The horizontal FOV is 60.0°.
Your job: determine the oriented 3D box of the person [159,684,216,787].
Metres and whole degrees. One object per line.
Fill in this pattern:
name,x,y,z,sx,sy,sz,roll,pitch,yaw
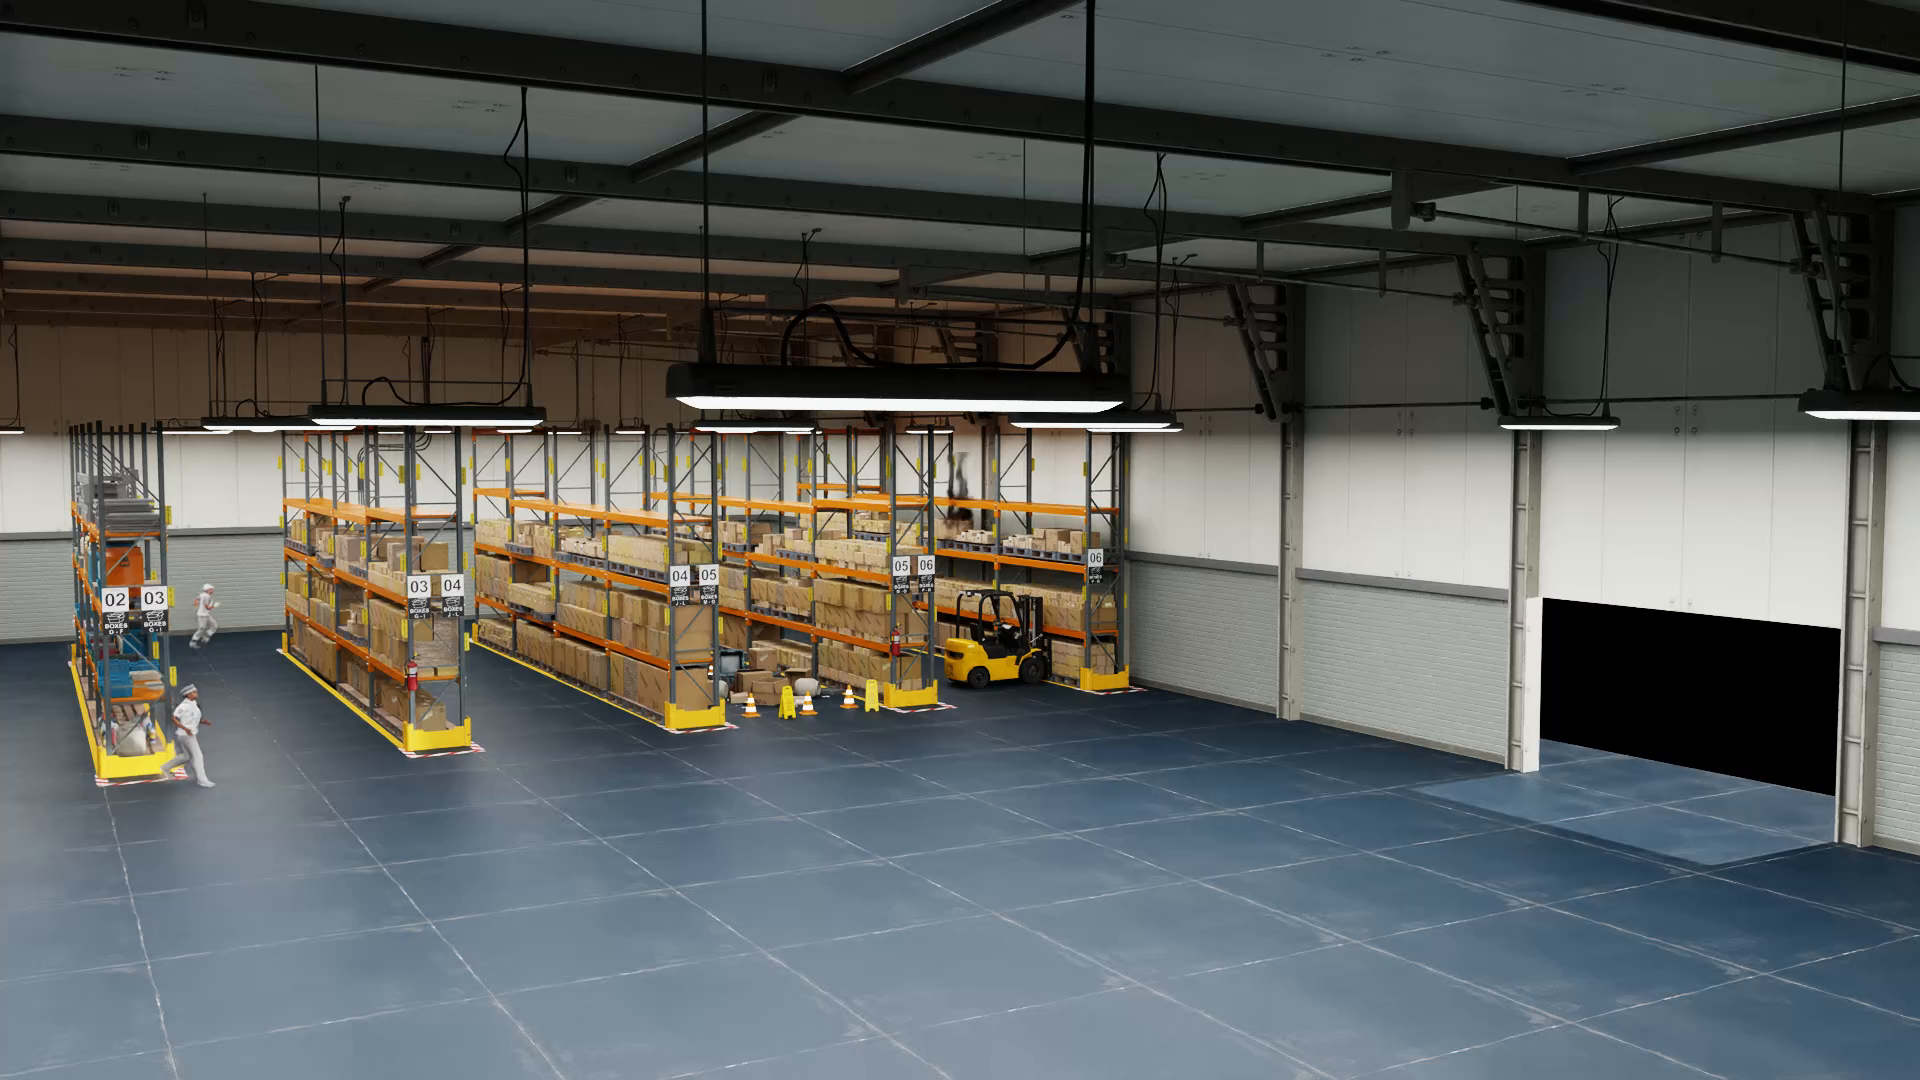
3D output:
person,-12.674,3.203,27.207,0.898,1.711,0.583,-1,4,-9

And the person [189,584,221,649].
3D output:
person,-20.302,2.069,44.709,0.816,1.773,0.615,-1,4,-22
